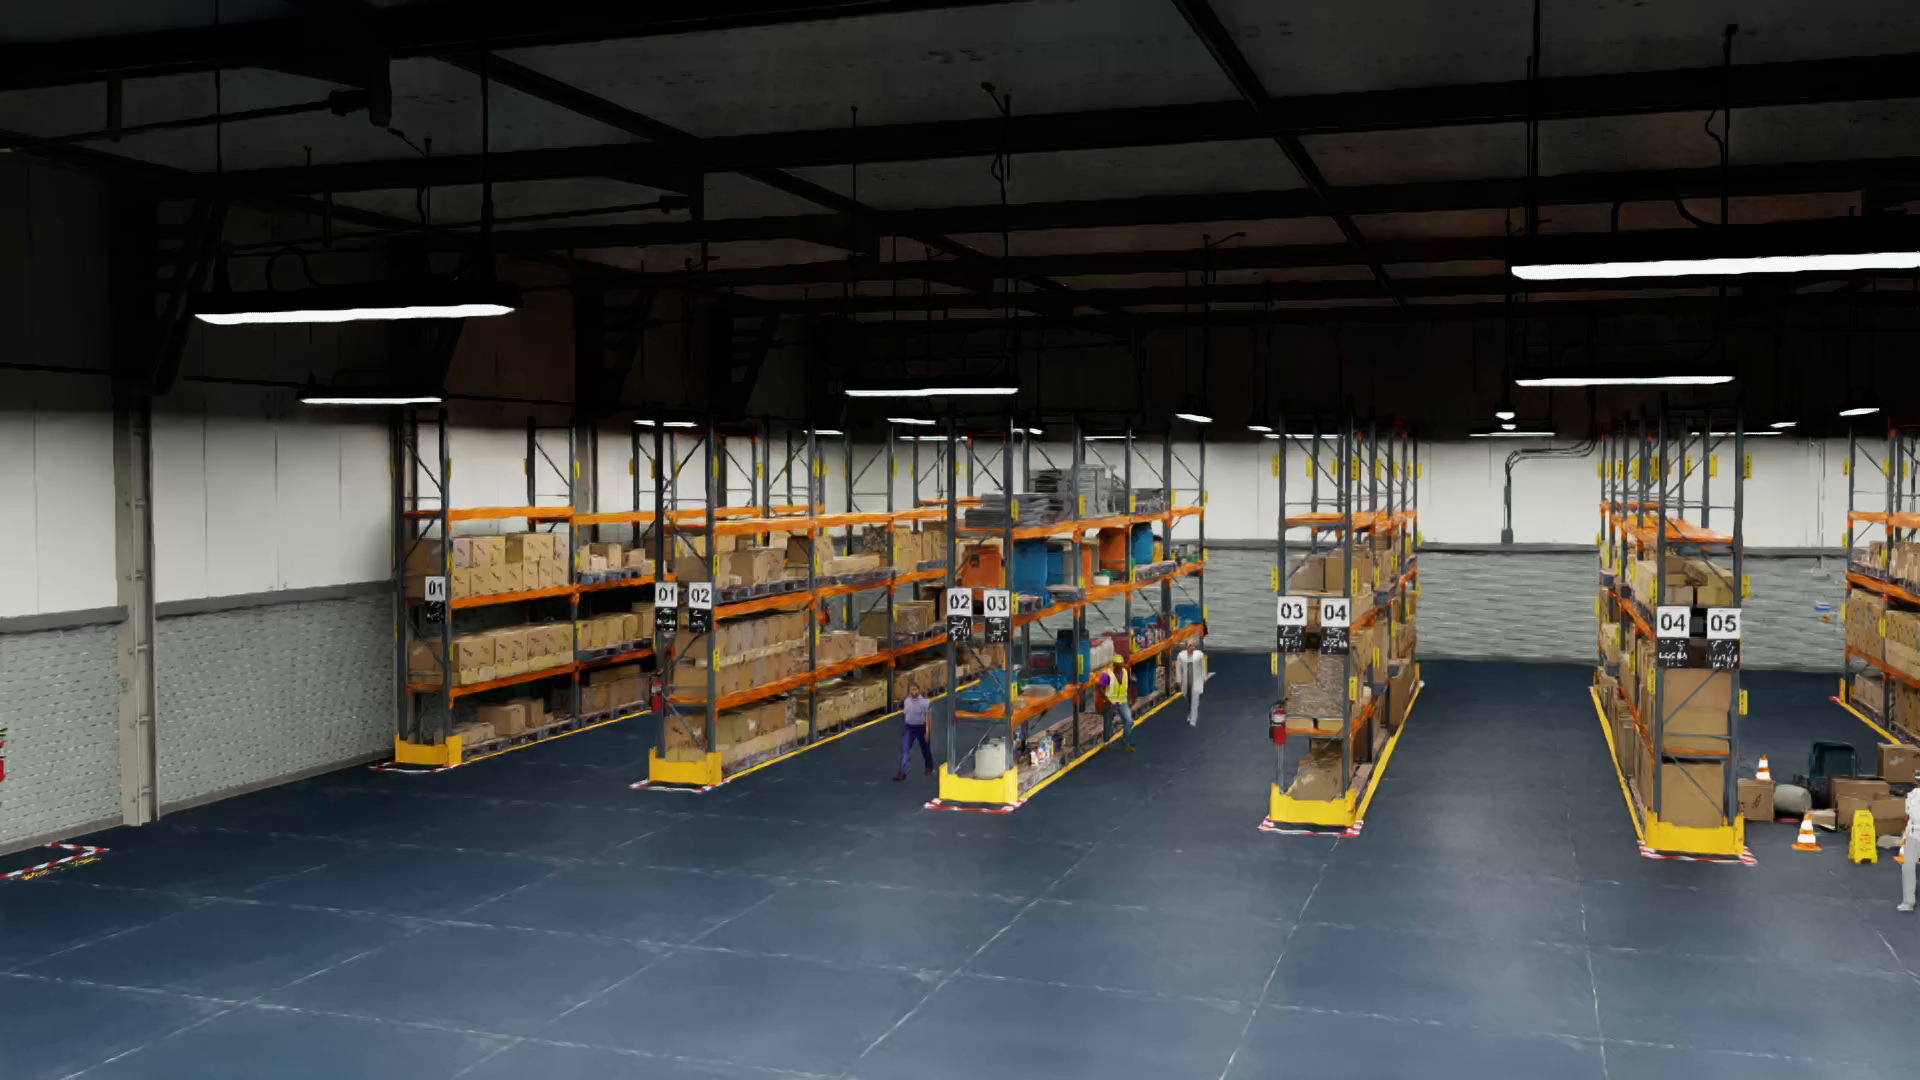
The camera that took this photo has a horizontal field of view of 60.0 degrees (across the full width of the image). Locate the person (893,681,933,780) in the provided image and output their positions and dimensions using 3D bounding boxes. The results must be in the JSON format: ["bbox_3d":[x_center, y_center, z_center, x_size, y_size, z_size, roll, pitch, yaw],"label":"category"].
[{"bbox_3d":[-0.697,3.050,26.779,0.479,1.563,1.071,1,3,18],"label":"person"}]

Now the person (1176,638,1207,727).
[{"bbox_3d":[4.482,2.746,32.365,0.598,1.698,1.194,1,3,21],"label":"person"}]

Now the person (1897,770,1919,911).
[{"bbox_3d":[10.998,3.380,18.891,0.505,1.608,0.939,2,3,40],"label":"person"}]

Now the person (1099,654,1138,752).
[{"bbox_3d":[2.767,2.873,29.445,0.692,1.723,0.678,-1,3,-12],"label":"person"}]
